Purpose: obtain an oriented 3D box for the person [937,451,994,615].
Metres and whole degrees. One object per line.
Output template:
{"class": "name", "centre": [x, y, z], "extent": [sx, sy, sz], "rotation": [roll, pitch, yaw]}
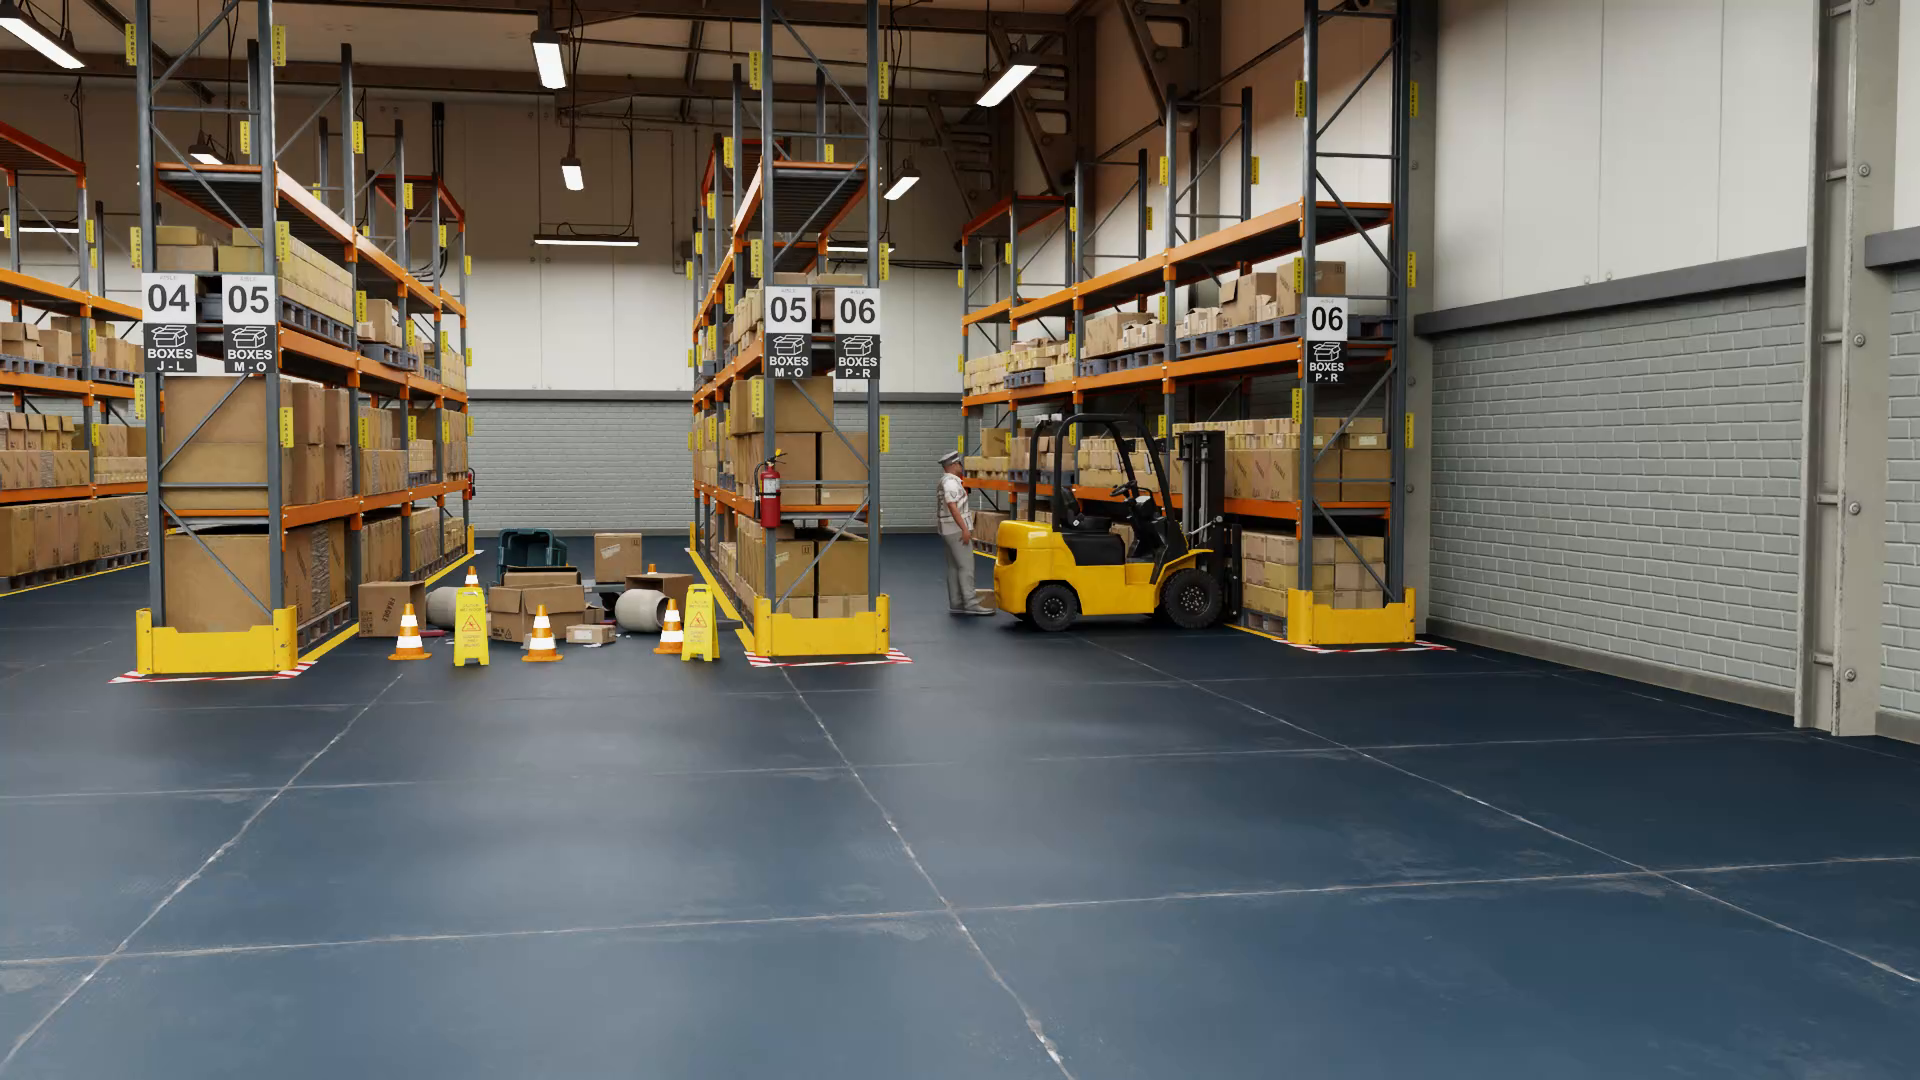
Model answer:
{"class": "person", "centre": [0.040, -0.088, 18.272], "extent": [0.574, 1.779, 0.641], "rotation": [-1, 3, -11]}
